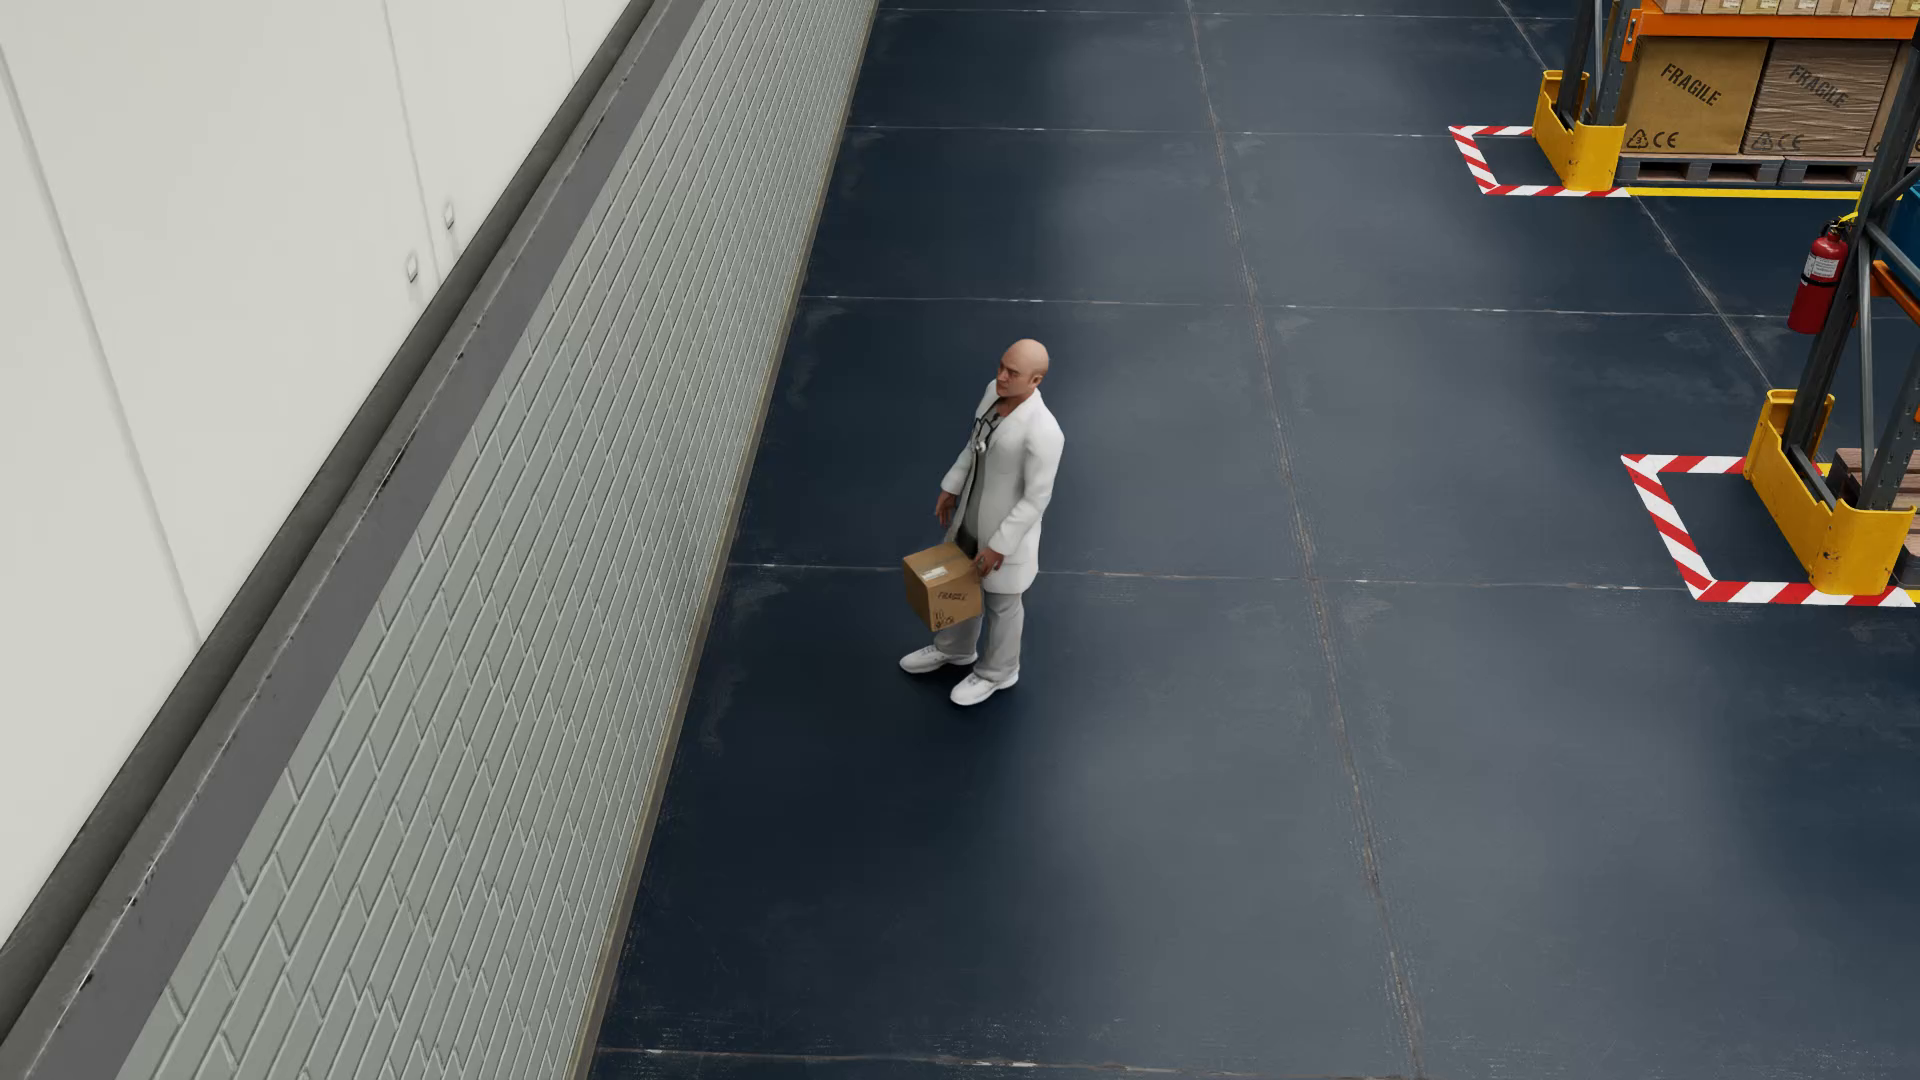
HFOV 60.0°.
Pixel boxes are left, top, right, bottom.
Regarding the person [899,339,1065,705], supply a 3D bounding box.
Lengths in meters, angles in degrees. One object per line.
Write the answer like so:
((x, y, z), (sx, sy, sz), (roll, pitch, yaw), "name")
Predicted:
((0.092, -0.049, 7.189), (0.576, 1.776, 0.612), (-16, 38, -21), "person")
